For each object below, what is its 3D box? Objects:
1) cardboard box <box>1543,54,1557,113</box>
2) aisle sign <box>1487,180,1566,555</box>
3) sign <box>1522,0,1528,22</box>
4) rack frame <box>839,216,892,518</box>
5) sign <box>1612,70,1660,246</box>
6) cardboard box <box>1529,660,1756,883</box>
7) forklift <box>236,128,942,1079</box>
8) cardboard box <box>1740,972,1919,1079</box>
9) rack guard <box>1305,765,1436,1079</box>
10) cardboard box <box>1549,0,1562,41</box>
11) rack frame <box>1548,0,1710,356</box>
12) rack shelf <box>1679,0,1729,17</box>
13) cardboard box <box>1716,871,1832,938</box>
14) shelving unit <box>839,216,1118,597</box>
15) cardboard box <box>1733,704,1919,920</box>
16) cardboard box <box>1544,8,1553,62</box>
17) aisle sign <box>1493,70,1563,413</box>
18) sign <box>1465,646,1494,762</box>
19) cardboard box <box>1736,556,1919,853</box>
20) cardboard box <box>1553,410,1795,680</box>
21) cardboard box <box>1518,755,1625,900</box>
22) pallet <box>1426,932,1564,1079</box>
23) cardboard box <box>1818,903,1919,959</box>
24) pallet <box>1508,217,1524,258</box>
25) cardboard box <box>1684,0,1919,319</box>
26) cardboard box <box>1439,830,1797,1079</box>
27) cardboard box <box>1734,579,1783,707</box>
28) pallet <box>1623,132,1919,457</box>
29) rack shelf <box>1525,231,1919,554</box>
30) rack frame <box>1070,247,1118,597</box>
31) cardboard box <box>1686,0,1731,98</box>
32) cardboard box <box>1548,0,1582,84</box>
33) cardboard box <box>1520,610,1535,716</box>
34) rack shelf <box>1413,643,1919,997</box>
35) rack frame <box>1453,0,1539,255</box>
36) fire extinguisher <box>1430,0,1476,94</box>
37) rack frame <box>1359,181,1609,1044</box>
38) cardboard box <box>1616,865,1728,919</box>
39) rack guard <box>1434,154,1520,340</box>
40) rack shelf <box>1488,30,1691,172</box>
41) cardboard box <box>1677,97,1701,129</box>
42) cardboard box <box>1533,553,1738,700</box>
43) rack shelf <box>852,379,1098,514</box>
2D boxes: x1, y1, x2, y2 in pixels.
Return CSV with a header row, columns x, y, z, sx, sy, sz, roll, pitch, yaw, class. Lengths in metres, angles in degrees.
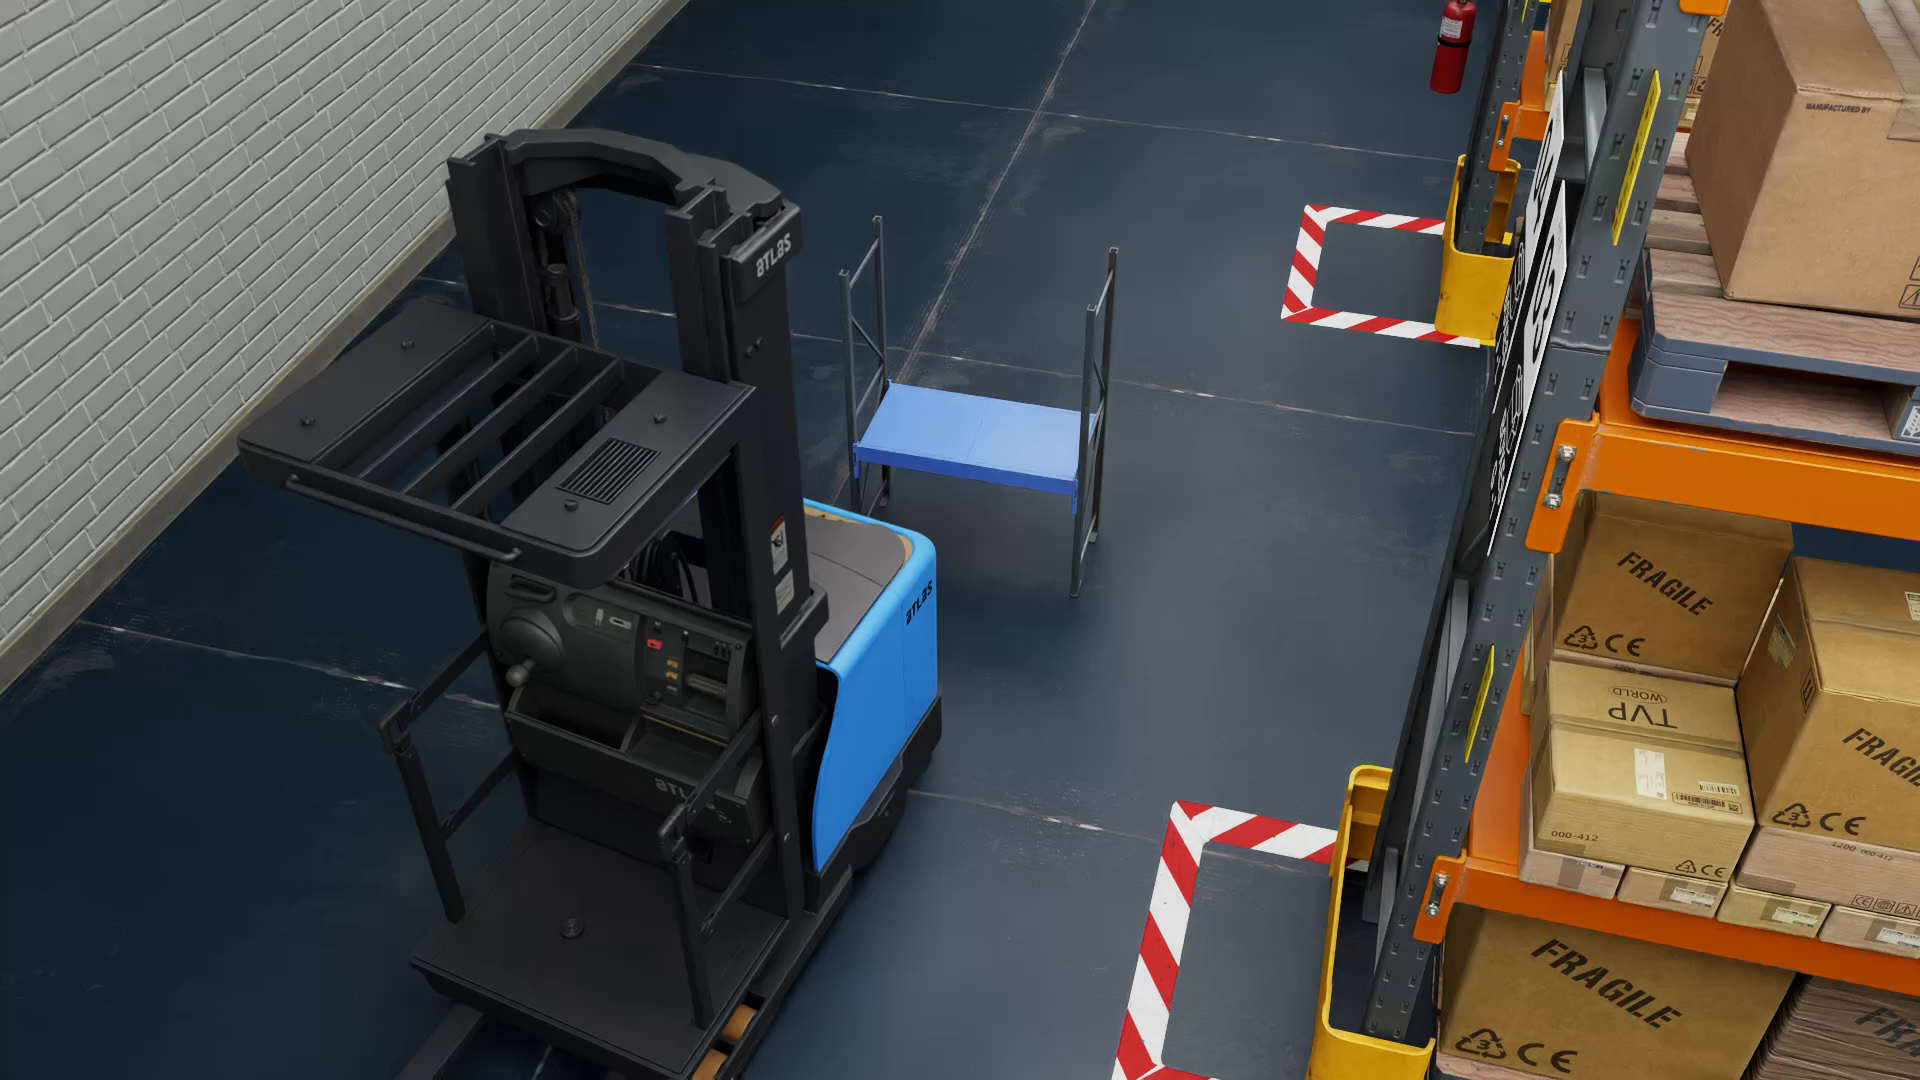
x,y,z,sx,sy,sz,roll,pitch,yaw,class
3.065,-2.277,8.325,0.250,0.149,0.380,9,41,11,cardboard box
1.310,-0.388,3.858,0.004,0.787,0.394,10,41,11,aisle sign
2.697,-2.625,7.871,0.005,0.325,0.100,10,41,11,sign
-0.409,-0.645,7.351,0.032,1.500,0.500,10,41,11,rack frame
1.308,-0.736,3.221,0.005,0.325,0.100,10,41,11,sign
1.851,0.625,4.559,0.500,0.250,0.500,9,41,10,cardboard box
-1.154,0.416,4.976,1.130,2.935,3.031,17,43,19,forklift
2.975,1.294,5.202,0.875,0.875,0.875,10,41,11,cardboard box
1.434,1.387,5.710,0.348,0.500,1.175,10,41,11,rack guard
3.338,-2.868,8.524,0.500,0.500,0.500,11,41,12,cardboard box
1.457,-1.864,2.972,0.127,3.000,1.000,10,41,11,rack frame
3.389,-1.103,2.936,4.000,0.370,1.077,10,41,11,rack shelf
2.210,0.878,4.568,0.250,0.149,0.380,9,41,10,cardboard box
0.082,-0.560,7.251,1.048,1.500,0.538,10,41,11,shelving unit
2.355,0.707,4.461,0.500,0.250,0.500,9,41,11,cardboard box
3.225,-2.656,8.776,0.250,0.149,0.380,10,41,11,cardboard box
1.465,-0.760,4.301,0.004,0.787,0.394,10,41,11,aisle sign
1.308,0.416,4.188,0.005,0.325,0.100,10,41,11,sign
2.334,0.421,4.219,0.500,0.500,0.500,9,41,10,cardboard box
1.996,0.008,4.711,0.500,0.500,0.500,10,41,12,cardboard box
1.715,0.794,4.668,0.250,0.149,0.380,10,41,12,cardboard box
2.250,1.586,5.698,1.213,0.211,1.003,10,41,11,pallet
2.463,0.921,4.517,0.250,0.149,0.380,9,41,11,cardboard box
3.686,-1.394,9.245,1.213,0.211,1.003,10,41,11,pallet
1.973,-0.899,3.674,0.500,0.500,0.700,7,41,9,cardboard box
2.096,1.143,5.382,0.875,0.875,0.875,10,41,11,cardboard box
2.484,0.378,4.853,0.500,0.250,0.500,9,41,11,cardboard box
2.176,-0.564,3.826,1.213,0.211,1.003,10,41,11,pallet
3.389,-0.107,3.772,4.000,0.370,1.077,10,41,11,rack shelf
0.573,-0.476,7.150,0.032,1.500,0.500,10,41,11,rack frame
3.723,-2.464,8.042,0.500,0.500,0.500,10,41,12,cardboard box
3.199,-2.537,8.129,0.500,0.500,0.500,12,41,13,cardboard box
1.886,0.384,5.155,0.250,0.149,0.380,11,41,12,cardboard box
3.389,1.042,4.737,4.000,0.370,1.077,10,41,11,rack shelf
2.837,-2.631,8.550,0.127,3.000,1.000,10,41,11,rack frame
2.713,-2.787,9.086,0.183,0.674,0.296,10,41,11,fire extinguisher
1.457,0.434,4.901,0.127,3.000,1.000,10,41,11,rack frame
1.963,0.836,4.618,0.250,0.149,0.380,9,41,11,cardboard box
2.910,-1.661,9.339,0.348,0.500,1.175,10,41,11,rack guard
4.769,-2.023,8.386,4.000,0.370,1.077,10,41,11,rack shelf
3.568,-2.183,8.212,0.250,0.149,0.380,9,41,10,cardboard box
1.994,0.293,4.954,0.500,0.250,0.500,9,41,11,cardboard box
0.082,-0.422,7.366,1.000,0.185,0.538,10,41,11,rack shelf
